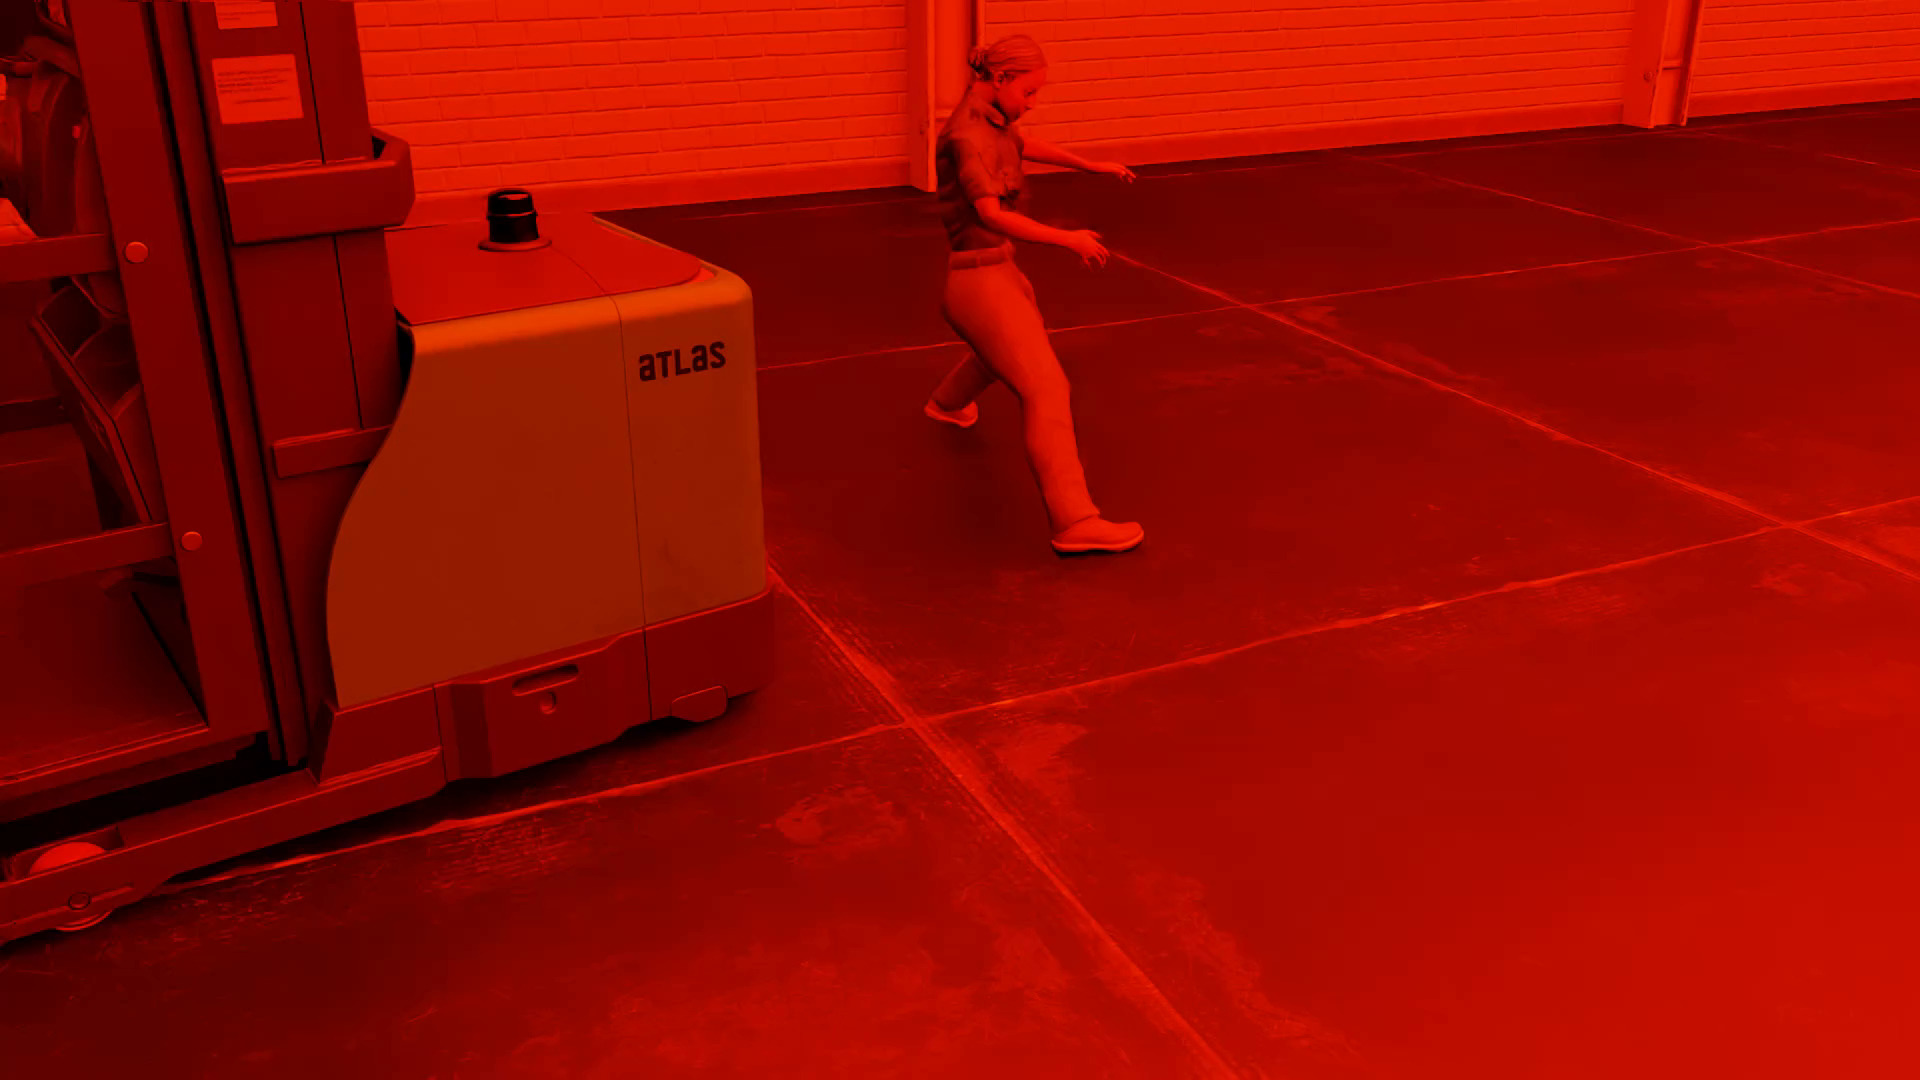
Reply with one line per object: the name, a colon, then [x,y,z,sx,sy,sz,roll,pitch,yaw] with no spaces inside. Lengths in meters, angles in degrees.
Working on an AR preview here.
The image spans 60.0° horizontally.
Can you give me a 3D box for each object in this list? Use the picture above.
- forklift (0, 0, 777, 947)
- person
forklift: [-1.954,-0.776,3.154,3.031,2.935,1.130,-15,27,-32]
person: [0.219,-0.861,5.288,0.791,1.445,1.250,2,23,6]
